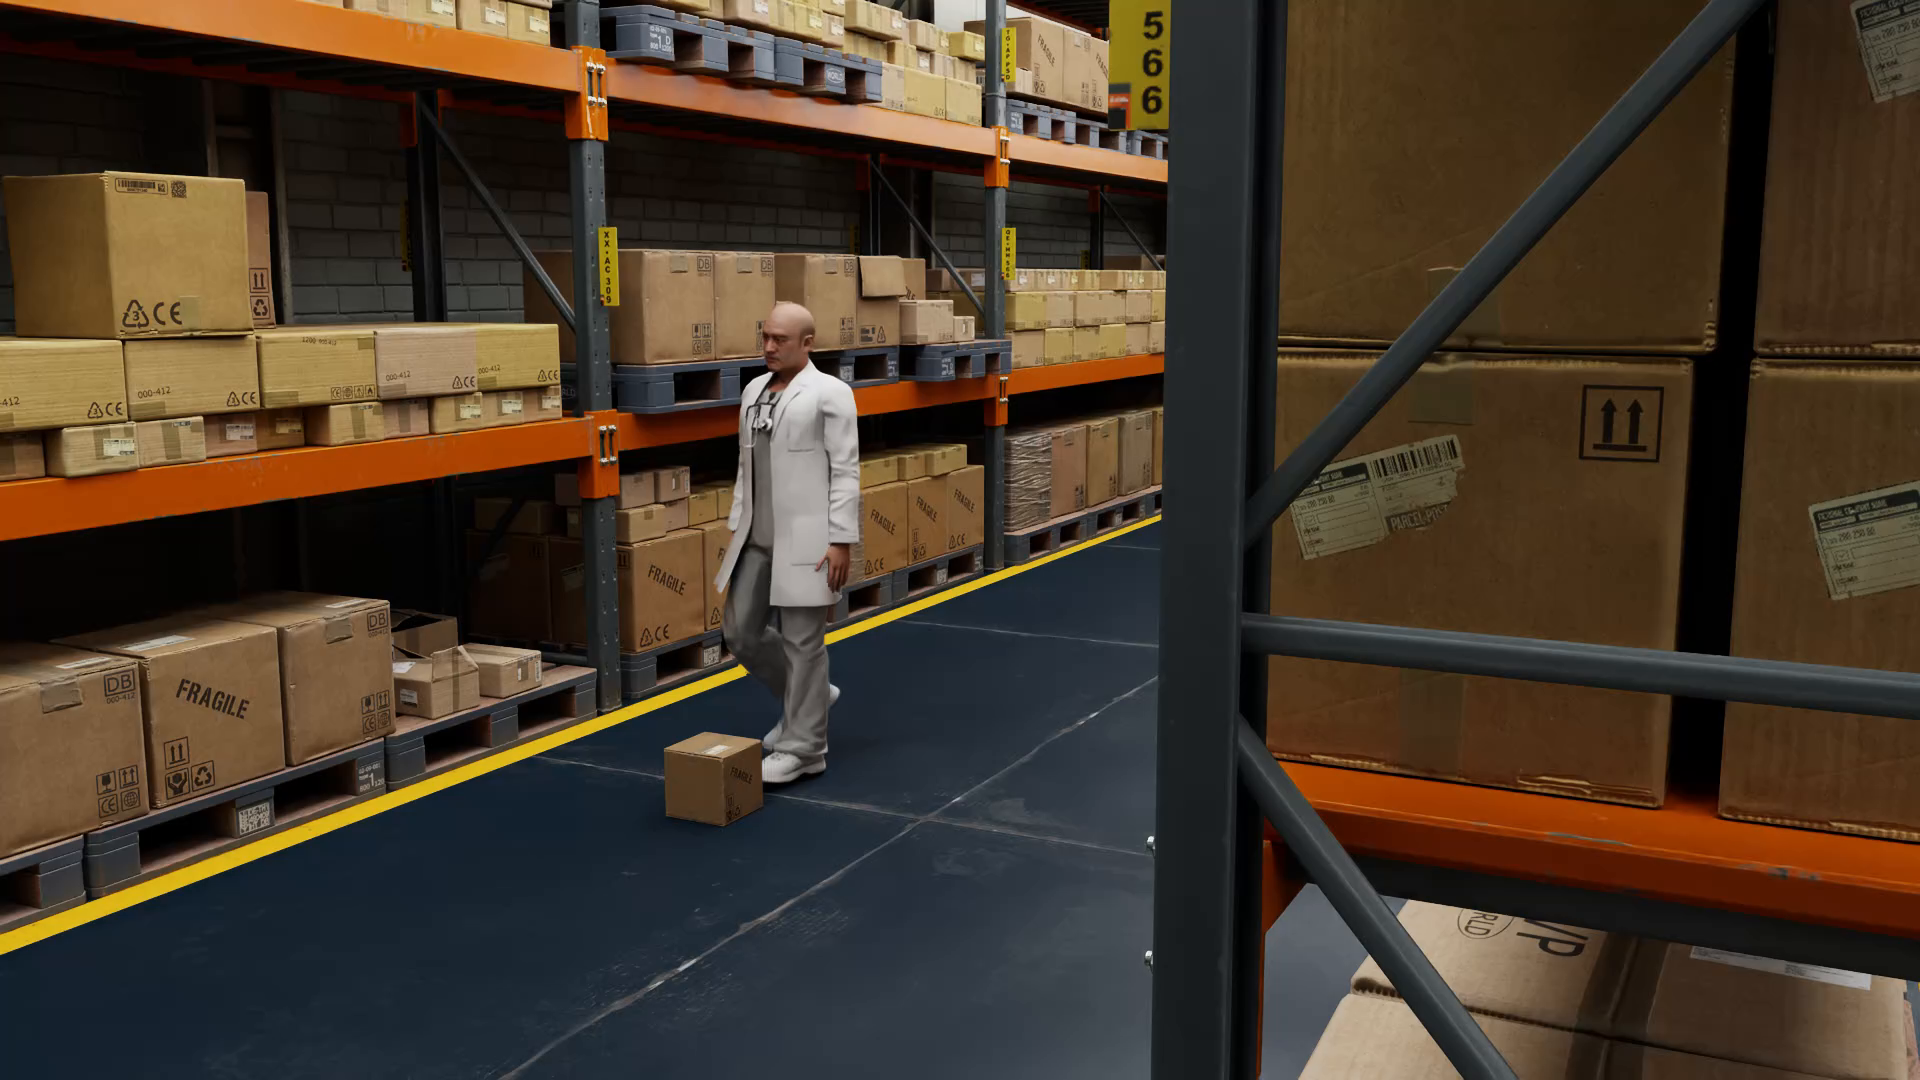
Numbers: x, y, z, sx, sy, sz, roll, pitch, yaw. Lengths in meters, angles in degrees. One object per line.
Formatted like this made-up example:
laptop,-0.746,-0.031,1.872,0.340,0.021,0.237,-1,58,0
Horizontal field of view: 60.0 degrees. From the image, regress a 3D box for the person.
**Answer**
person,-0.625,0.000,6.302,0.609,1.777,0.633,7,11,37
